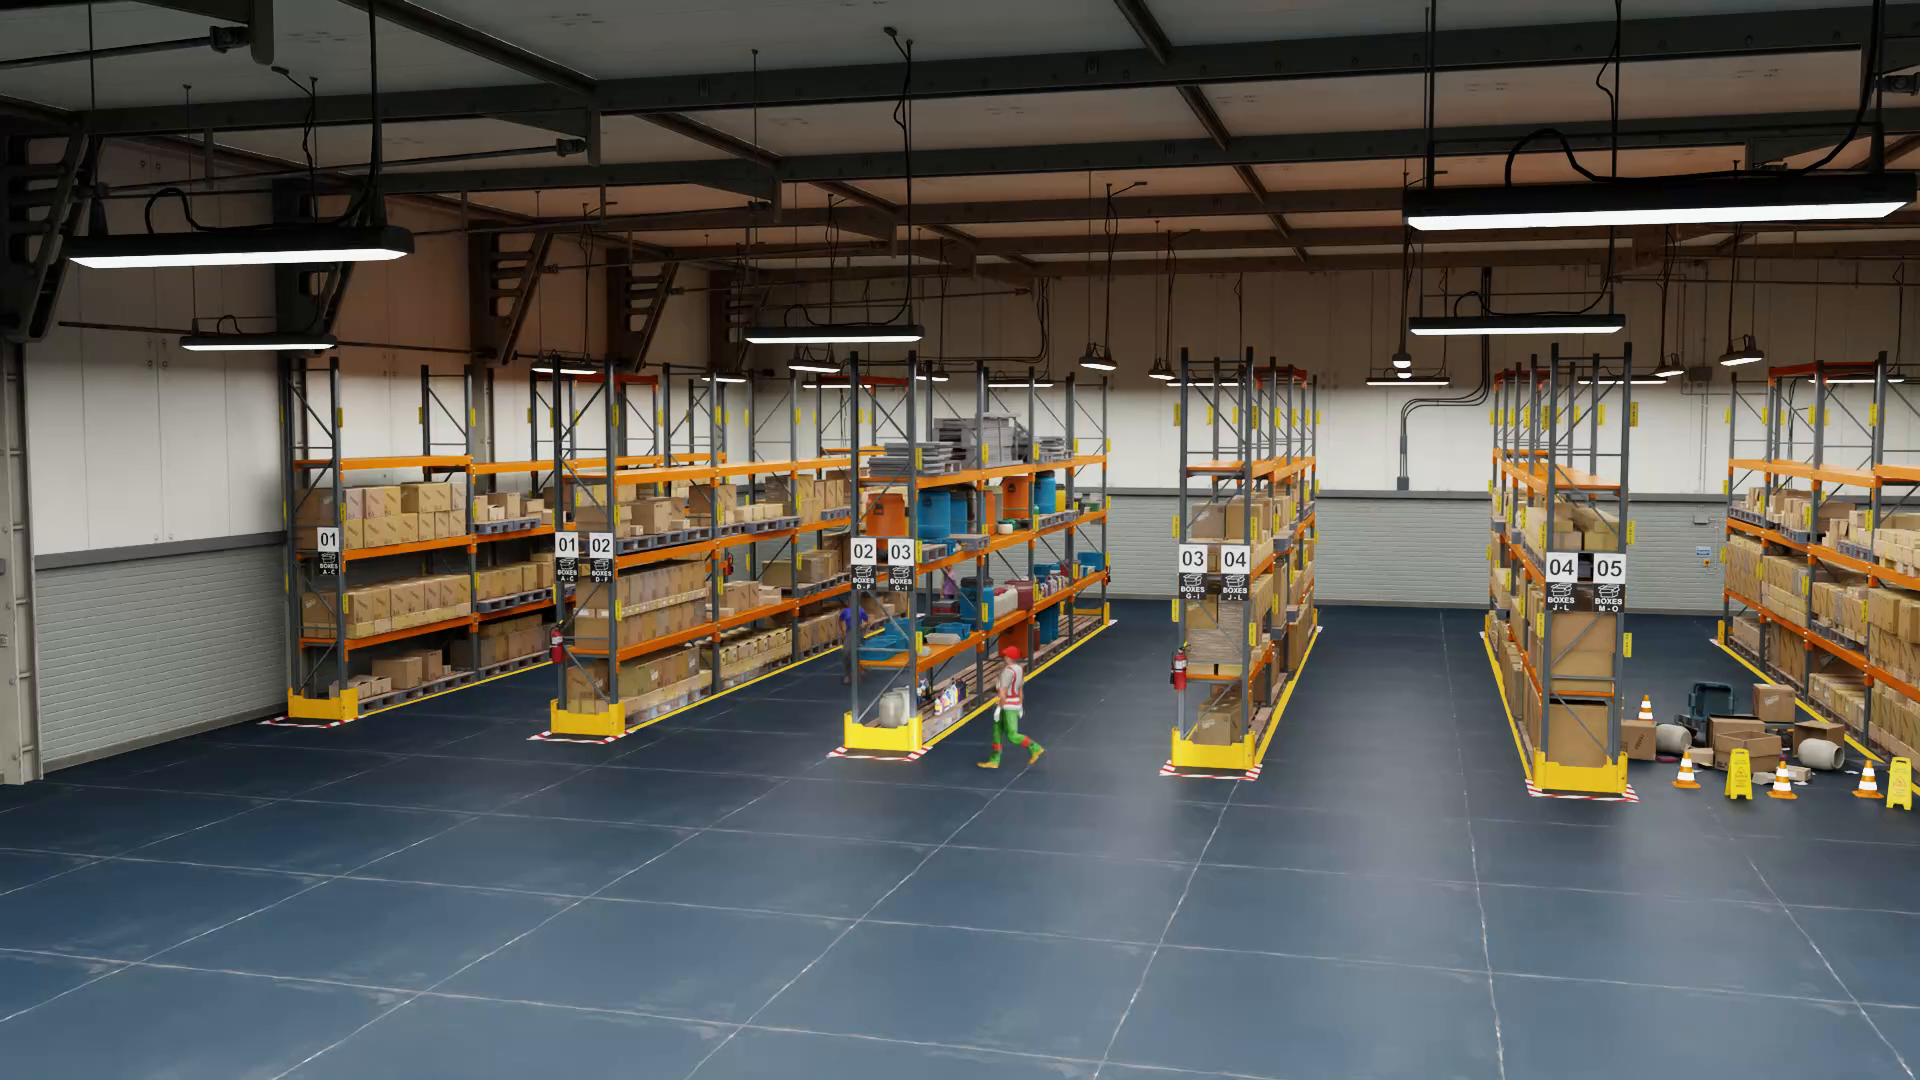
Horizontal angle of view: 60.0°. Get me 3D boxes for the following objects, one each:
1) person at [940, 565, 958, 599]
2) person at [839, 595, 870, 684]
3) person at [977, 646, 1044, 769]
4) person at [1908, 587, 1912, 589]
[{"bbox_3d":[-0.238,1.315,39.460,0.501,1.615,0.460,4,6,43],"label":"person"},{"bbox_3d":[-2.025,1.877,31.662,0.606,1.676,0.744,2,5,21],"label":"person"},{"bbox_3d":[0.728,2.387,23.672,0.904,1.770,0.487,-1,4,-16],"label":"person"},{"bbox_3d":[21.341,1.446,37.083,0.428,1.631,1.008,2,5,28],"label":"person"}]
